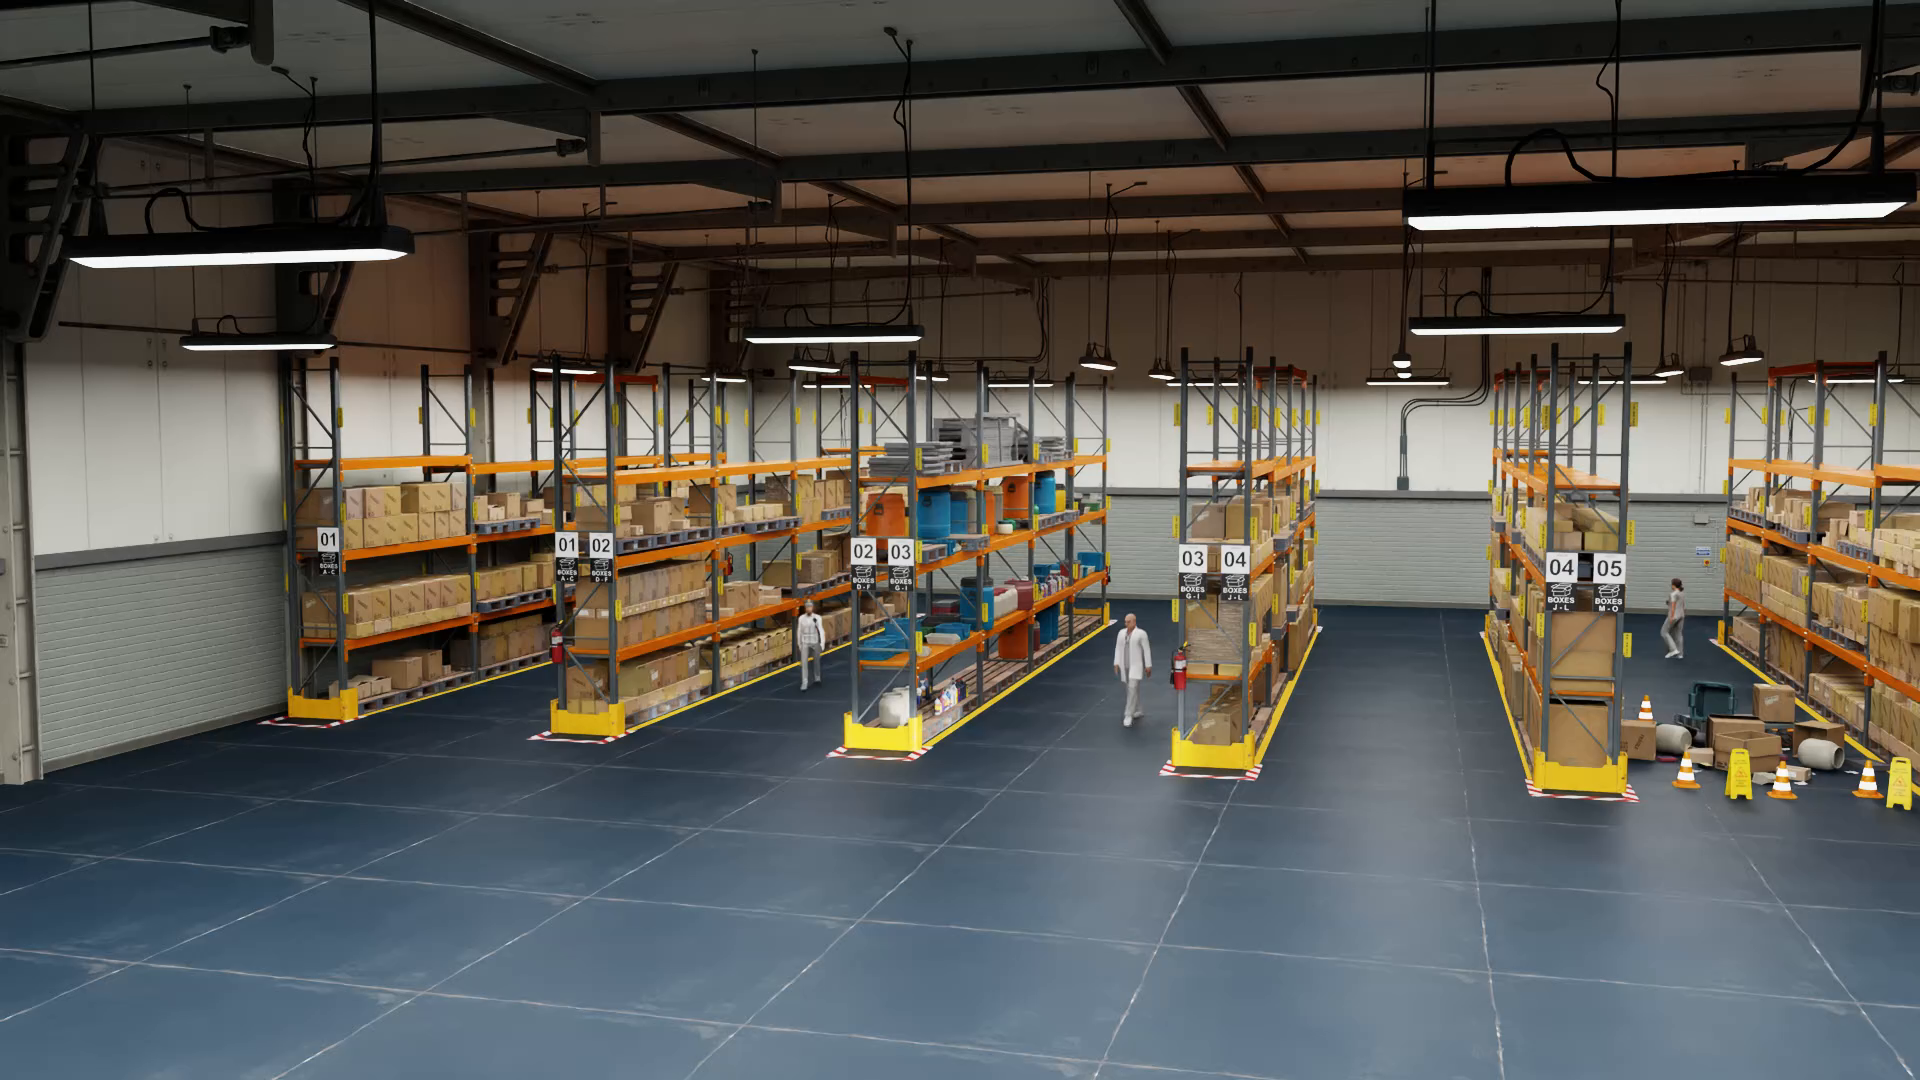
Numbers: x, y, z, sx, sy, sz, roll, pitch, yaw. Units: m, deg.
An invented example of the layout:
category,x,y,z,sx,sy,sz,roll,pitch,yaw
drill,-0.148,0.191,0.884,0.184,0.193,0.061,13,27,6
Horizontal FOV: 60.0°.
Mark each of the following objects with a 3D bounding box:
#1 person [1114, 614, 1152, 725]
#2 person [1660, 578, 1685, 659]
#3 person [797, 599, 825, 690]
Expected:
category,x,y,z,sx,sy,sz,roll,pitch,yaw
person,2.801,2.100,27.422,0.620,1.762,0.891,4,6,43
person,14.887,1.629,34.610,0.477,1.673,0.407,-3,5,-31
person,-2.756,1.903,30.755,0.533,1.636,1.022,0,4,1
